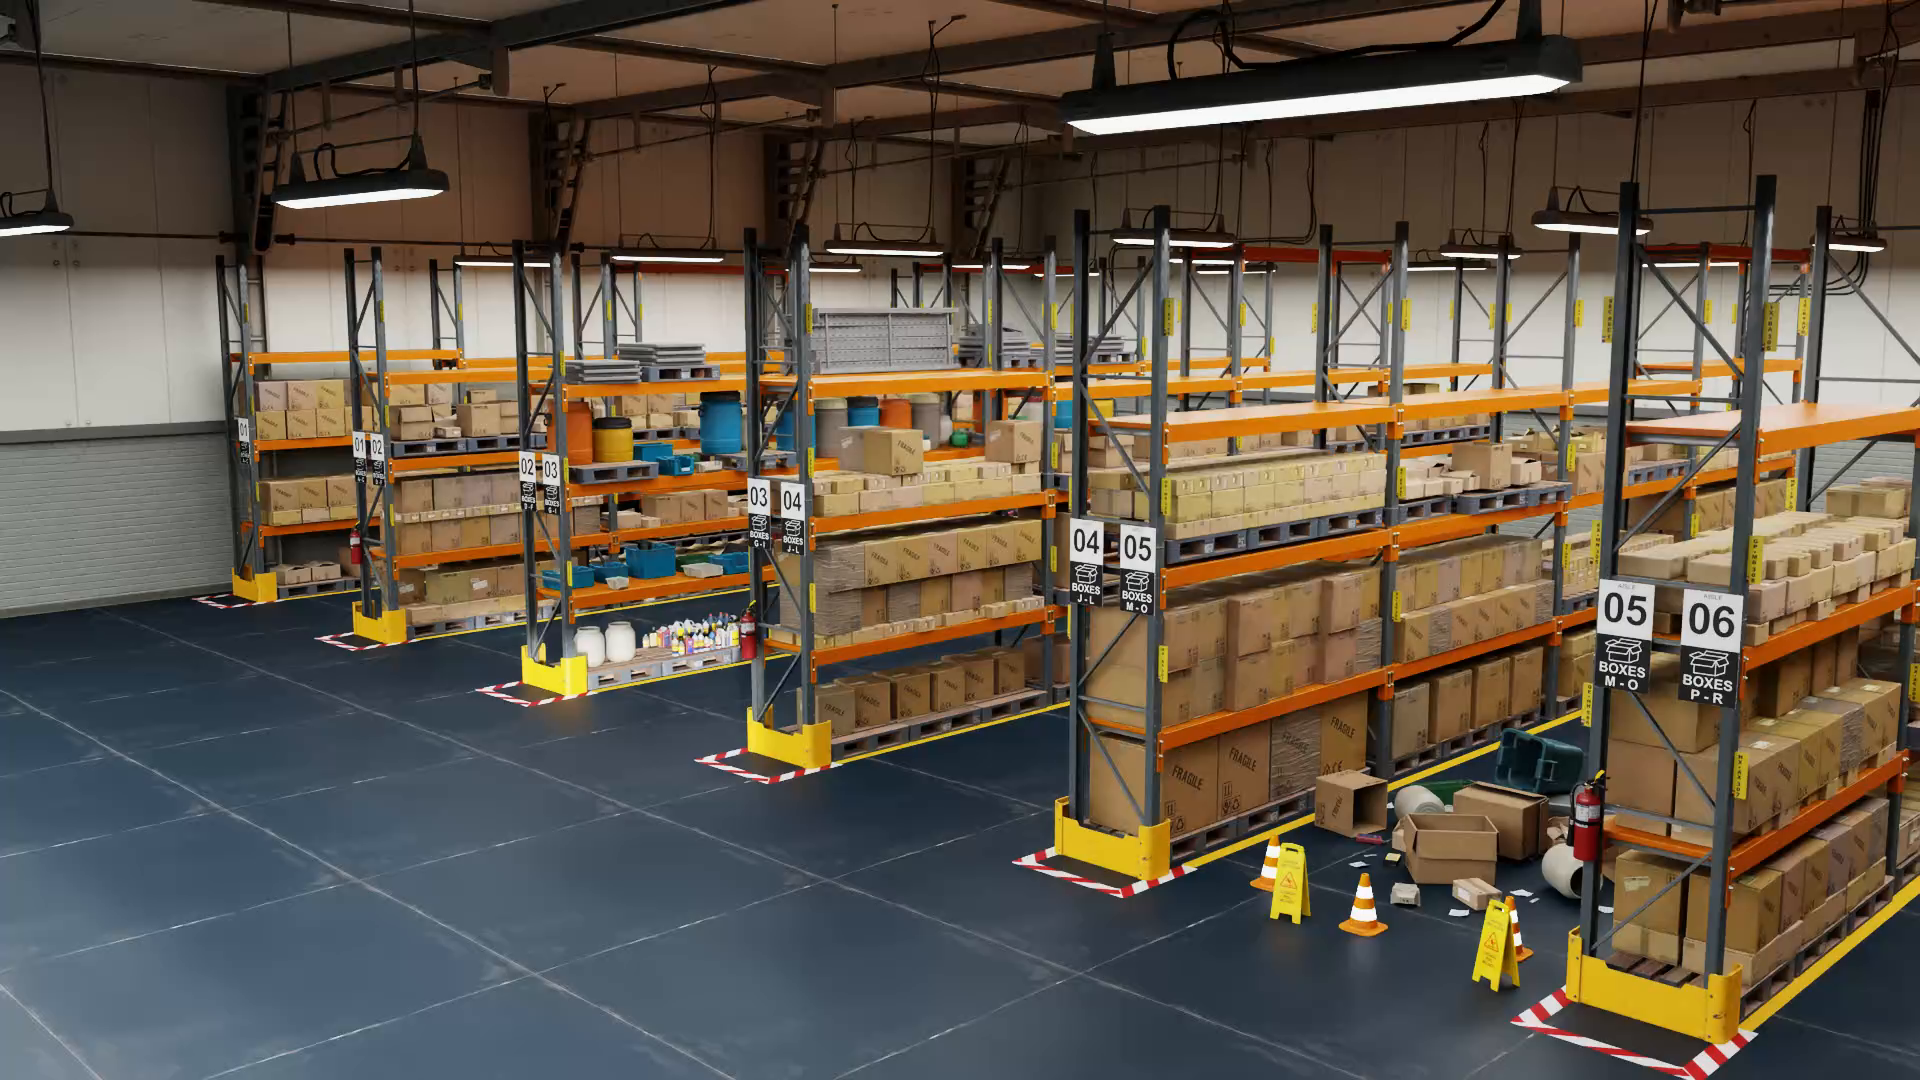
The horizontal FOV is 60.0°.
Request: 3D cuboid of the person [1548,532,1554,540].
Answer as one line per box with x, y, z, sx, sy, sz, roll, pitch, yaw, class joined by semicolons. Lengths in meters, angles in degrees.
9.311;0.670;26.173;0.612;1.604;0.576;-8;11;-43;person
